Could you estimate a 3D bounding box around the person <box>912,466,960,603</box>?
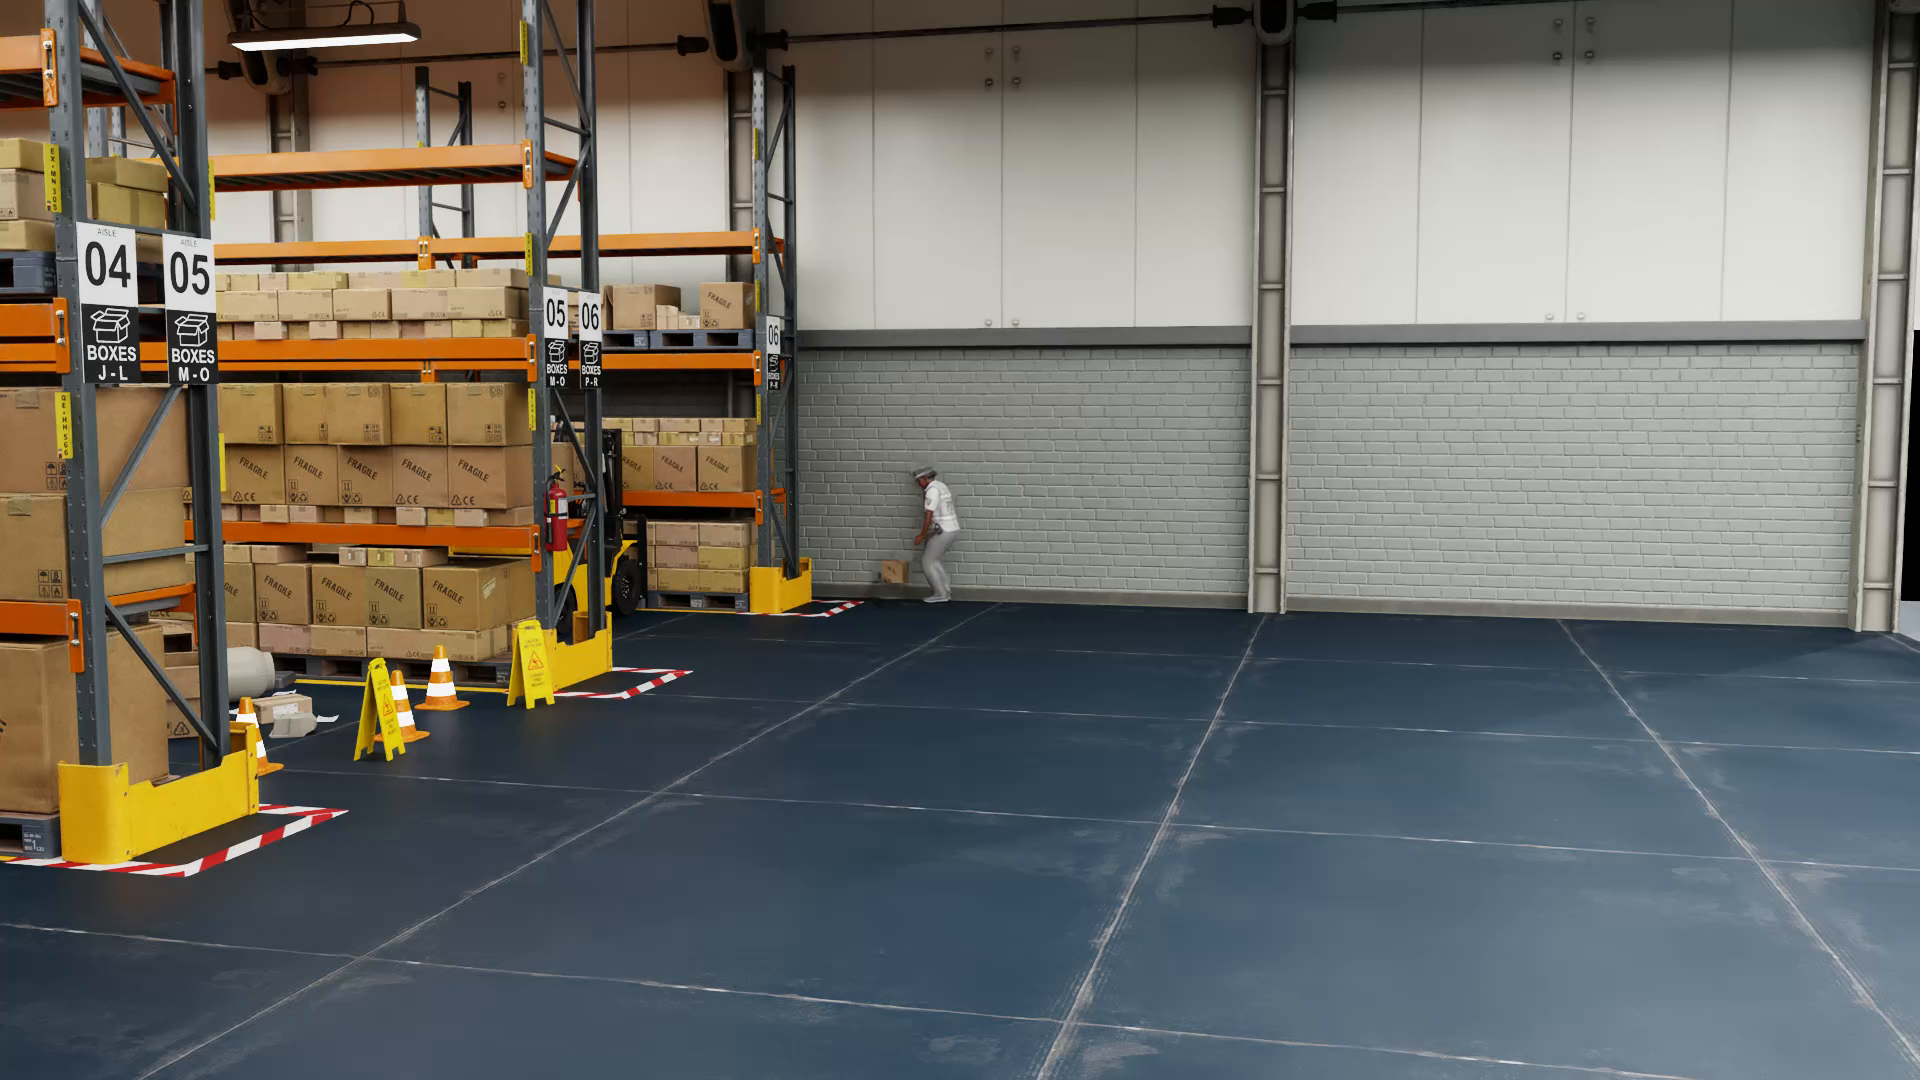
[{"bbox_3d":[-0.290,-0.068,18.984,0.540,1.564,0.476,1,5,15],"label":"person"}]
